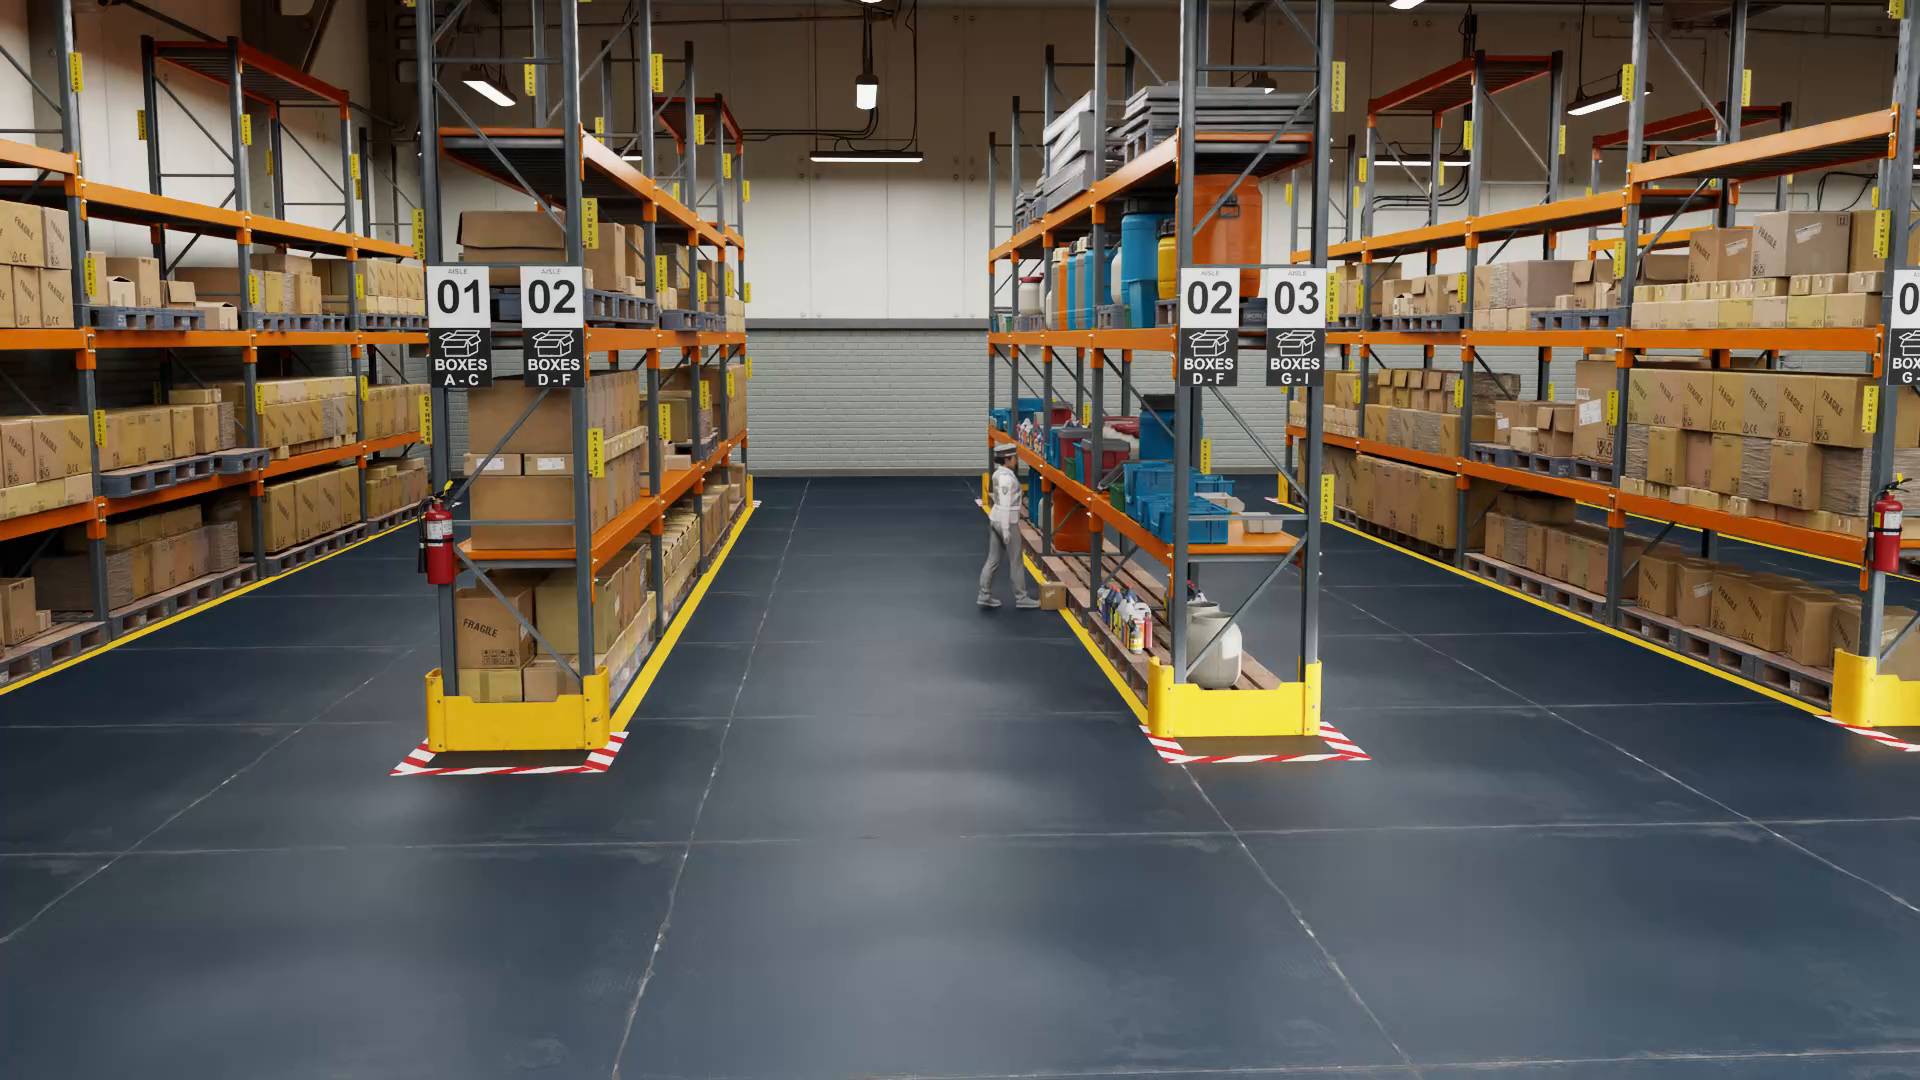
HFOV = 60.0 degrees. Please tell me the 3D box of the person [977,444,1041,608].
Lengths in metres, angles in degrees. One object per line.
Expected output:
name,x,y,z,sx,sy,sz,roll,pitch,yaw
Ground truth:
person,0.507,-0.145,16.810,0.658,1.663,0.482,-2,7,-15
